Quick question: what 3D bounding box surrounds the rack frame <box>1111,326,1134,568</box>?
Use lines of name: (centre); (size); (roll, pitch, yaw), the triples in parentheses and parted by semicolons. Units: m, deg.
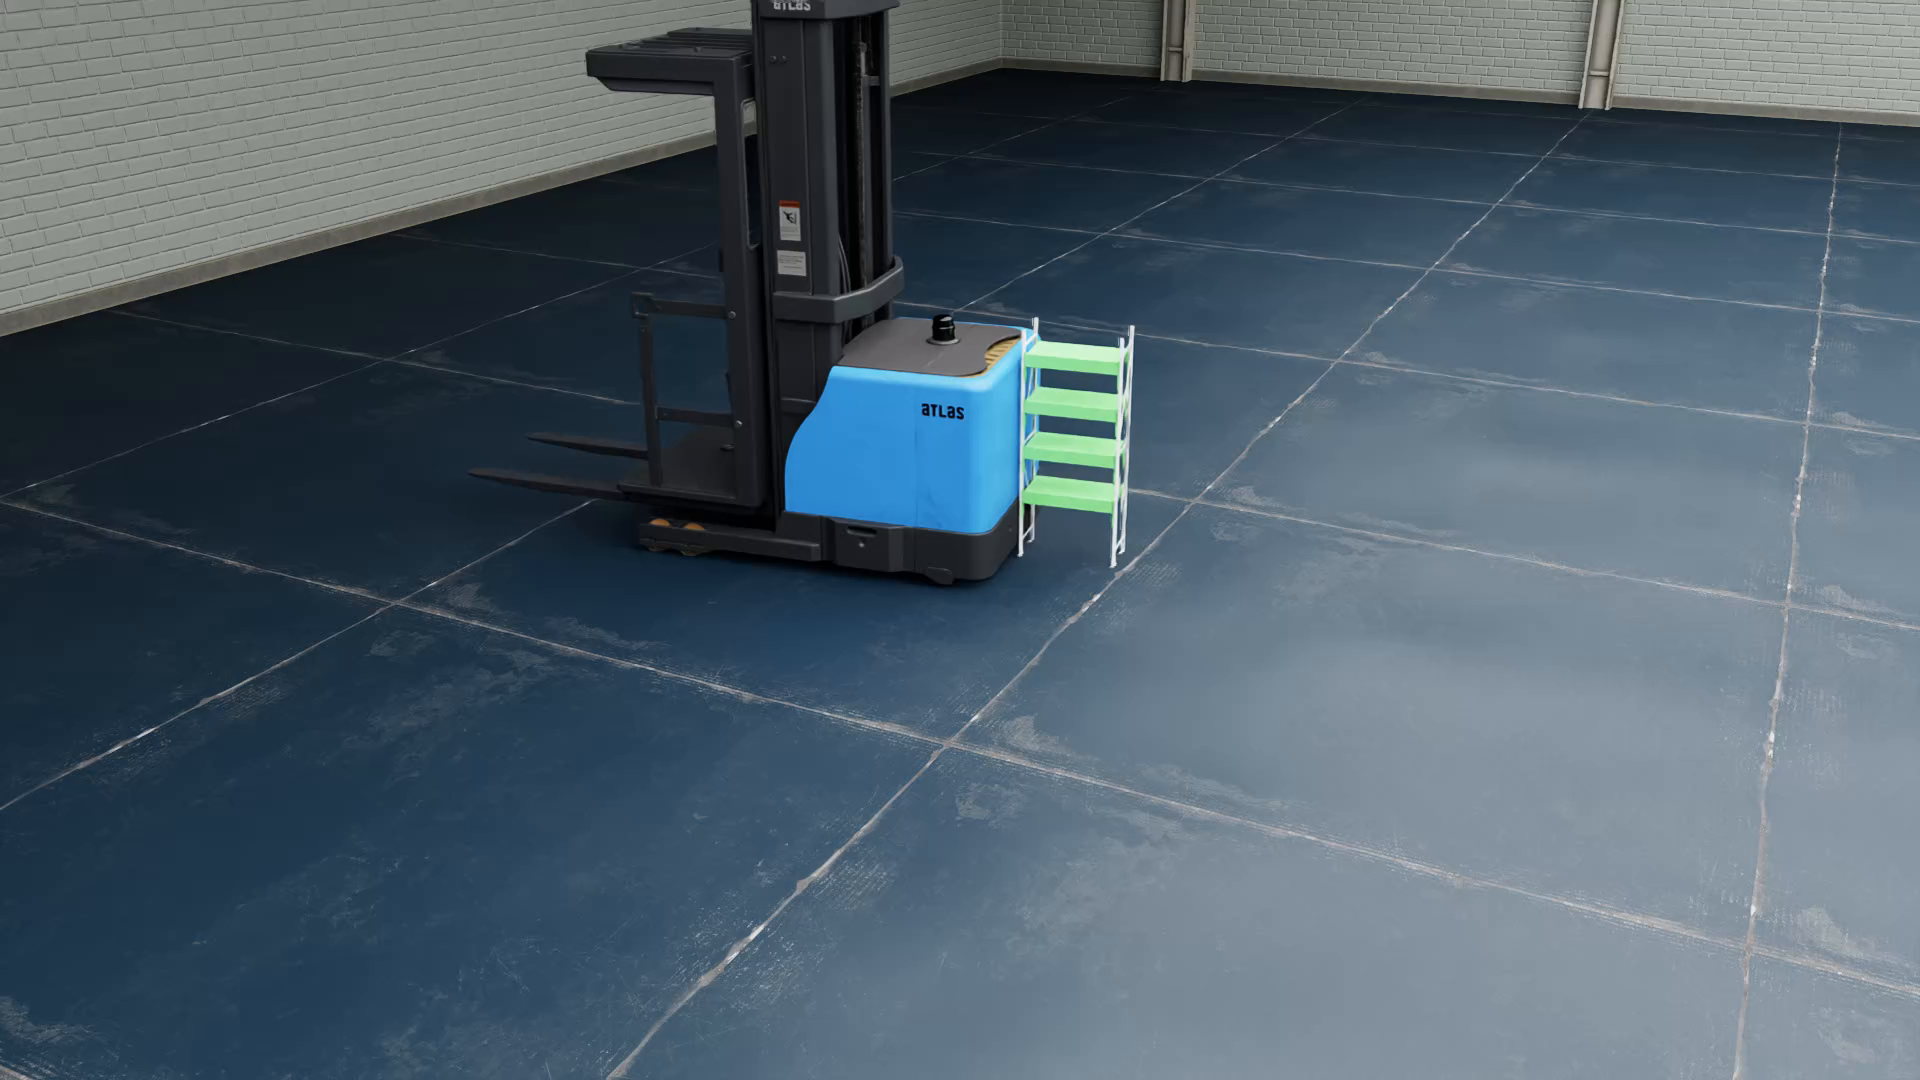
rack frame: (0.809, -0.454, 8.284); (0.015, 1.200, 0.240); (7, 24, 16)

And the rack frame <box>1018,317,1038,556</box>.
rack frame: (0.345, -0.513, 8.422); (0.015, 1.200, 0.240); (7, 24, 16)

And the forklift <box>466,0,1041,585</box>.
forklift: (-1.145, -1.452, 8.420); (3.031, 2.935, 1.130); (7, 24, 16)

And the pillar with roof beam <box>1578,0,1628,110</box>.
pillar with roof beam: (6.664, -8.502, 17.243); (0.400, 9.000, 9.100); (11, 25, 25)

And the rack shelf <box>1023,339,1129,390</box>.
rack shelf: (0.577, -0.866, 8.191); (0.480, 0.148, 0.258); (7, 24, 16)

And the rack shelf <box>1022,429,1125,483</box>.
rack shelf: (0.577, -0.425, 8.378); (0.480, 0.148, 0.258); (7, 24, 16)

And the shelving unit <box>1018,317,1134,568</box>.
shelving unit: (0.577, -0.483, 8.353); (0.503, 1.200, 0.258); (7, 24, 16)

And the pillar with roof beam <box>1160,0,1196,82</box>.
pillar with roof beam: (1.310, -9.562, 19.735); (0.400, 9.000, 9.100); (11, 25, 25)

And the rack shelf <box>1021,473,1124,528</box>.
rack shelf: (0.577, -0.204, 8.472); (0.480, 0.148, 0.258); (7, 24, 16)

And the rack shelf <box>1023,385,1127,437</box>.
rack shelf: (0.577, -0.645, 8.284); (0.480, 0.148, 0.258); (7, 24, 16)
